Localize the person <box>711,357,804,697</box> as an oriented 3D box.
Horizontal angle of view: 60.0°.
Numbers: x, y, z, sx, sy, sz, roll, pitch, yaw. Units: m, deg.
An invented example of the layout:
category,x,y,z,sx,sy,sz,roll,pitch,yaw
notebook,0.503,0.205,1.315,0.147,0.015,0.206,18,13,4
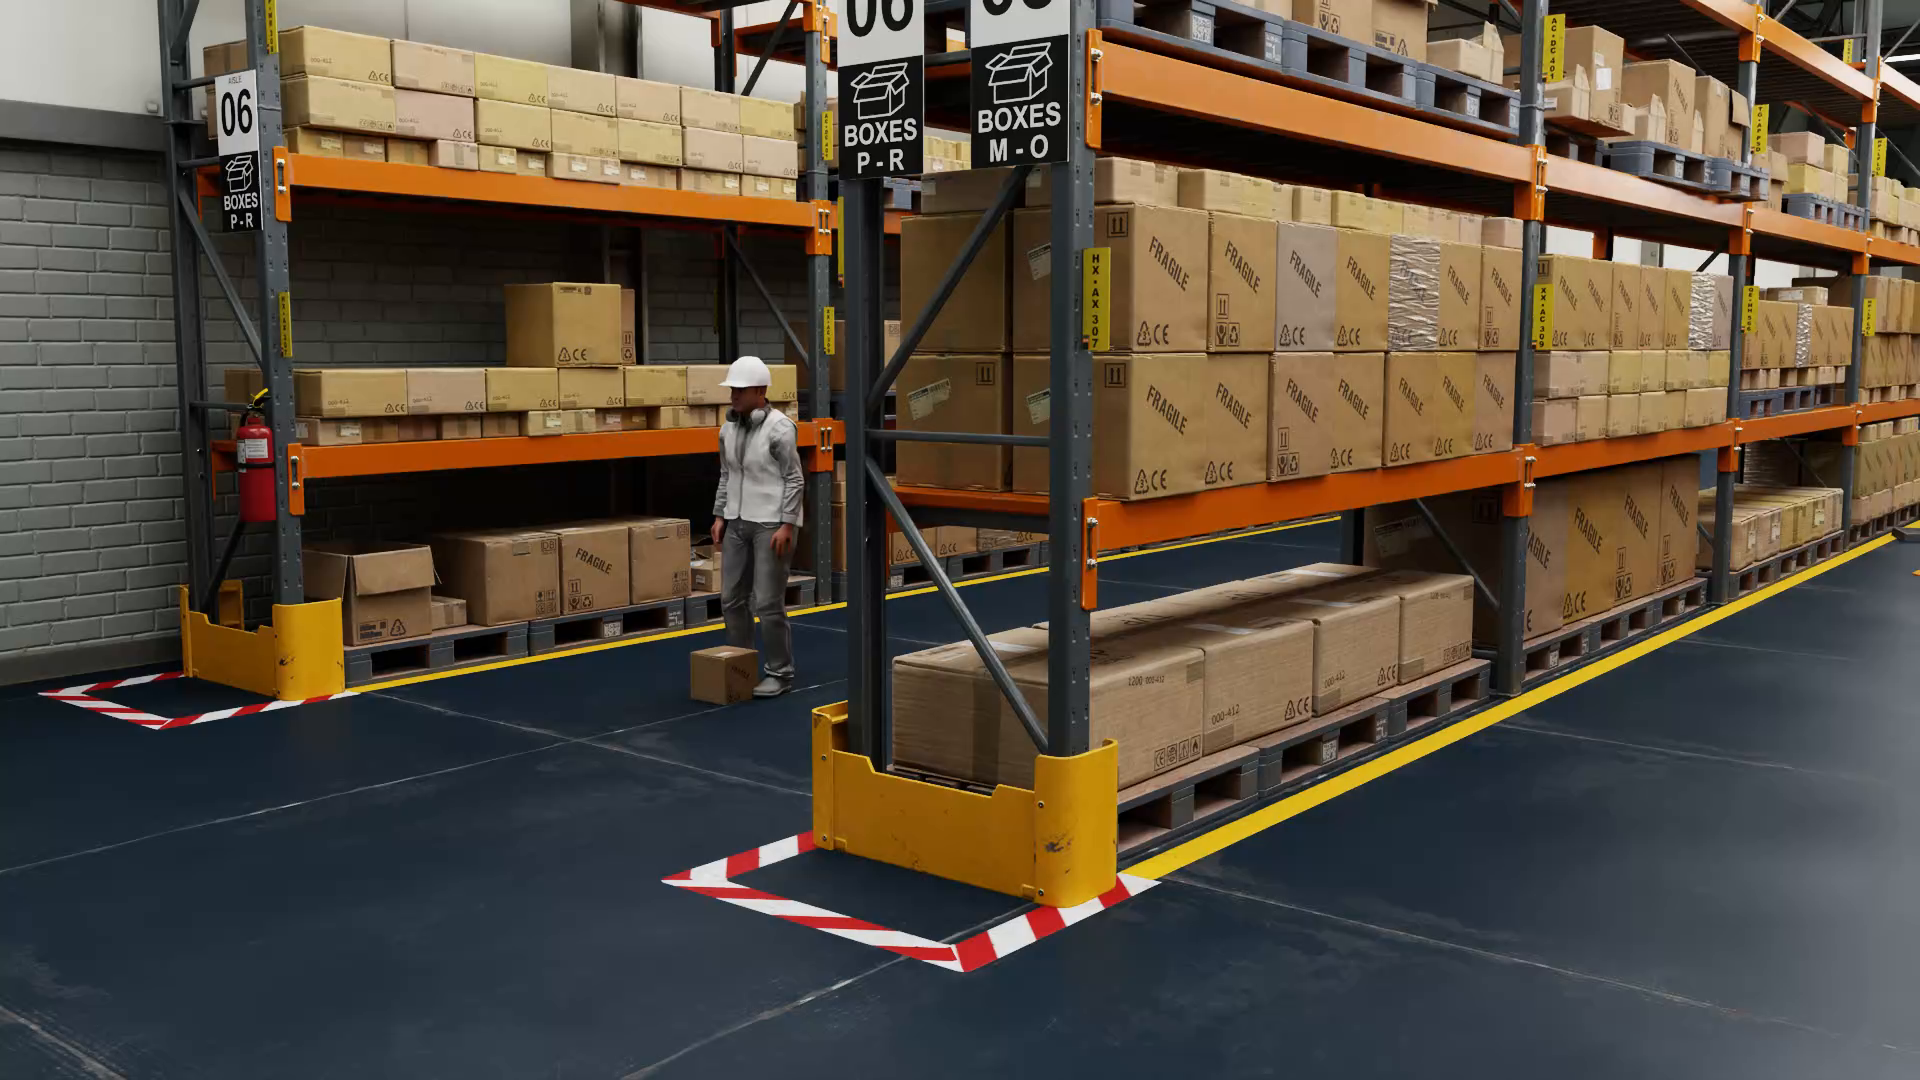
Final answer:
category,x,y,z,sx,sy,sz,roll,pitch,yaw
person,-1.073,-0.077,8.774,0.580,1.772,0.461,5,8,39
